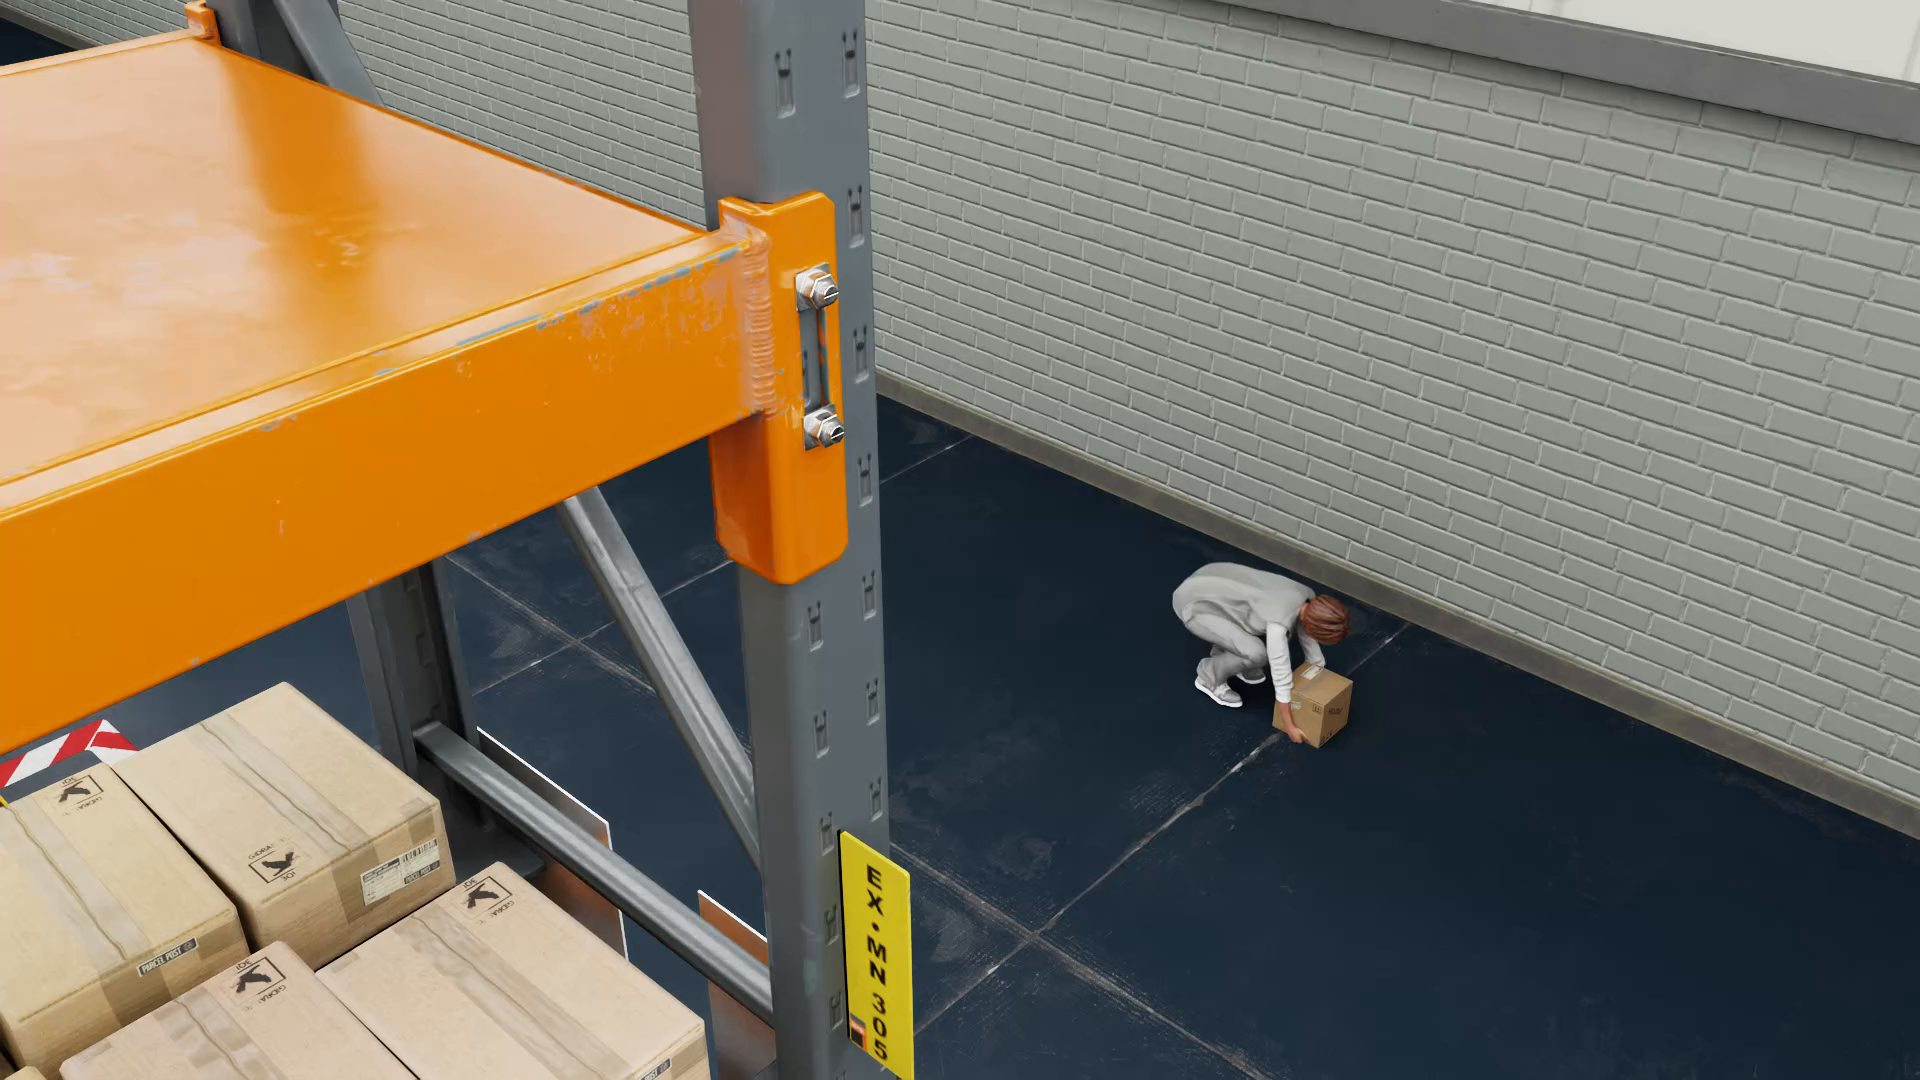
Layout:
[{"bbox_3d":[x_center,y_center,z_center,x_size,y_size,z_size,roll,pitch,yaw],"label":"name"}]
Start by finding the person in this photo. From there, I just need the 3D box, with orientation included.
[{"bbox_3d":[1.392,0.466,7.778,0.859,0.703,0.418,25,39,34],"label":"person"}]
